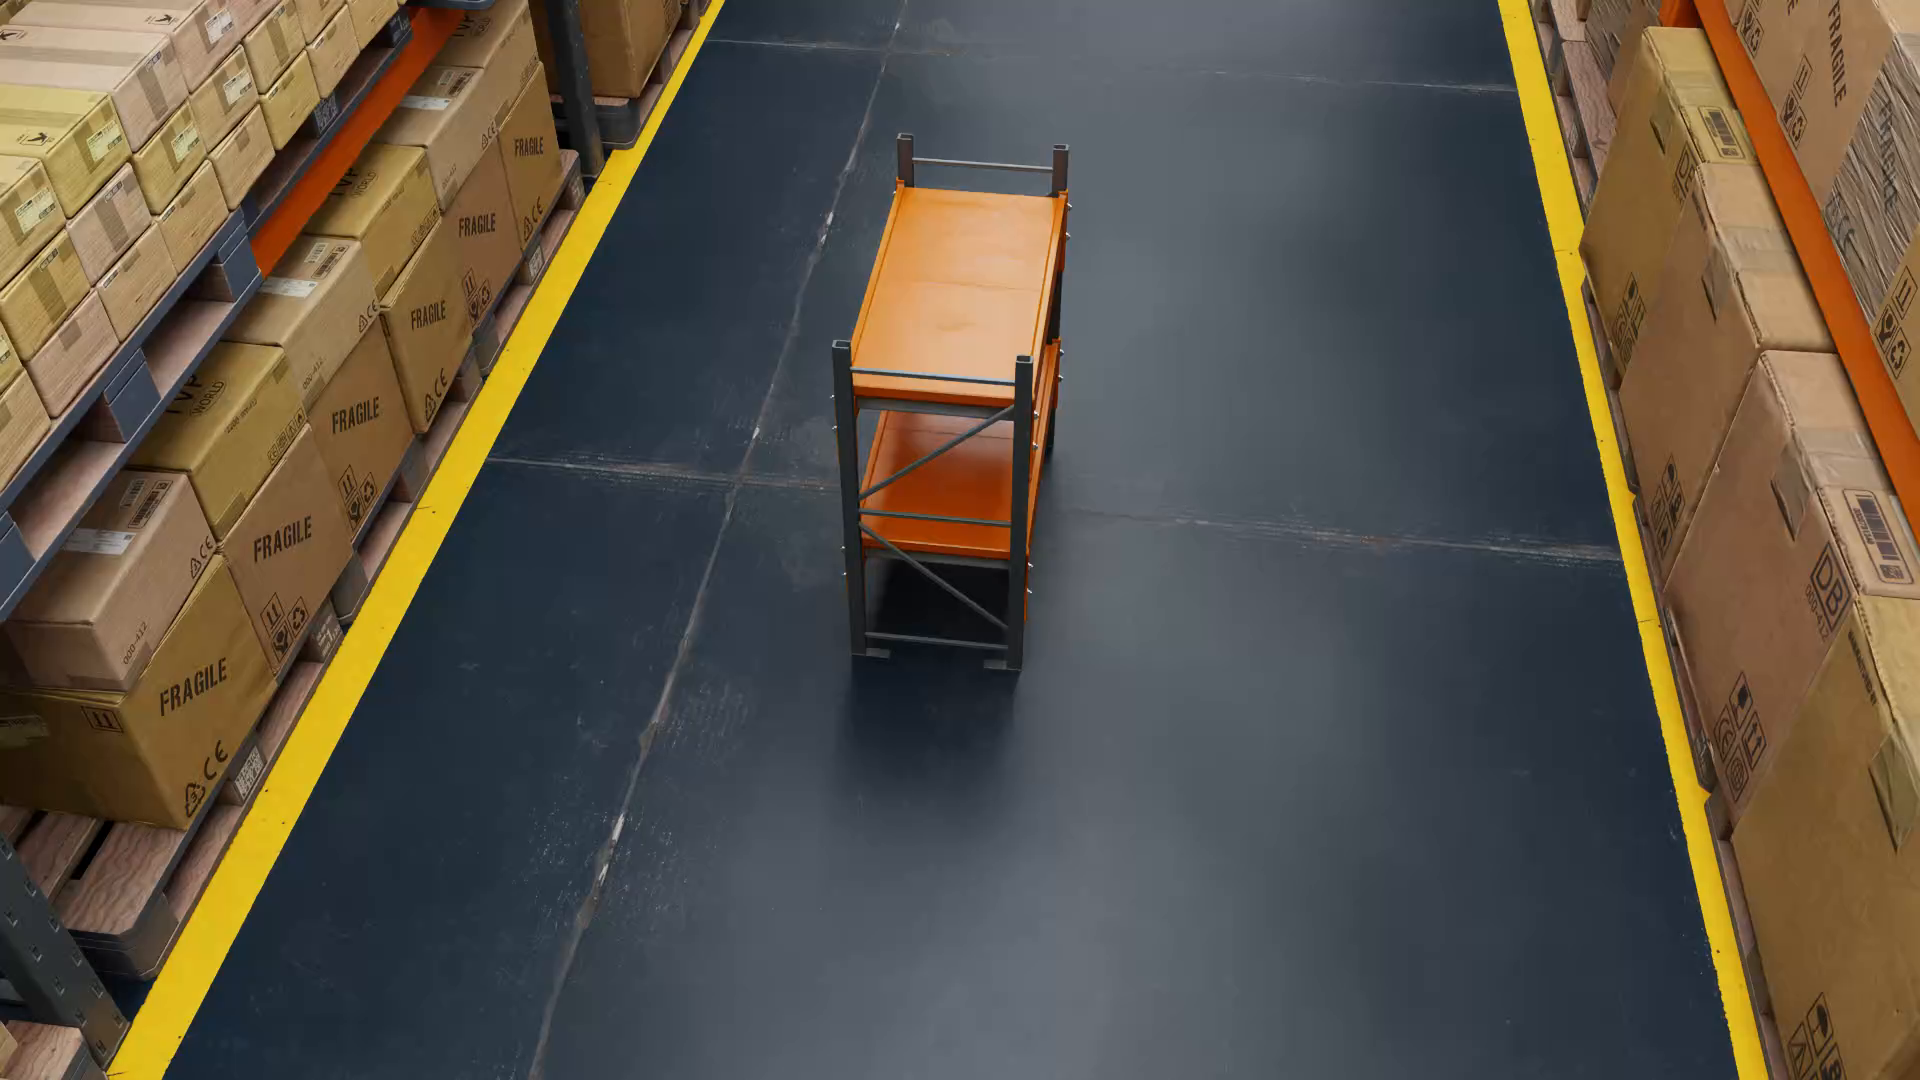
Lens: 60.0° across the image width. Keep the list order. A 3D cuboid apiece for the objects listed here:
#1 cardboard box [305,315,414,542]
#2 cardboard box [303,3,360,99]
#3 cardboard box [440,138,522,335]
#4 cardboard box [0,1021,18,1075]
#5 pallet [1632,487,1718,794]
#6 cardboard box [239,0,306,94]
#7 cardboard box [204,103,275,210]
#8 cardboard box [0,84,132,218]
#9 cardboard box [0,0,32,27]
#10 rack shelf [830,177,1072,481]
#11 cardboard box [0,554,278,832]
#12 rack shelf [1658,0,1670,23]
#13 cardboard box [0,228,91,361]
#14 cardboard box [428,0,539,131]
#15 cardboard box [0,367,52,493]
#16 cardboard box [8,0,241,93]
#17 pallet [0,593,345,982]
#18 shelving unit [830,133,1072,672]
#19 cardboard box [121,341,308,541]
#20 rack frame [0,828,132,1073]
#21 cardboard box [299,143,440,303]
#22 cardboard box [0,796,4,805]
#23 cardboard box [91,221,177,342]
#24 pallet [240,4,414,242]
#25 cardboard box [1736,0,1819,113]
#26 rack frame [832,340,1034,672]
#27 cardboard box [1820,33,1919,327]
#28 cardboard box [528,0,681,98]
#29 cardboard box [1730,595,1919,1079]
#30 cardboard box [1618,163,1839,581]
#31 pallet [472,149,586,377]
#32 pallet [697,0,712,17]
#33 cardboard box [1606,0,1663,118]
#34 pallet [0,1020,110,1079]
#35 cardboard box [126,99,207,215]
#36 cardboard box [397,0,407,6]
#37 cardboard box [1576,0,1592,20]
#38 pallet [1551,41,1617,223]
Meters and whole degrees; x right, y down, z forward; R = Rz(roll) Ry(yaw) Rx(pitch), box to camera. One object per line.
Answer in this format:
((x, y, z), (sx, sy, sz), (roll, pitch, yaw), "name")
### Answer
((-2.016, -0.363, 4.965), (0.500, 0.500, 0.500), (6, 44, 6), "cardboard box")
((-1.789, -1.270, 4.287), (0.380, 0.149, 0.250), (3, 44, 4), "cardboard box")
((-1.872, -1.065, 5.706), (0.500, 0.500, 0.500), (7, 44, 7), "cardboard box")
((-2.227, 1.098, 3.460), (0.380, 0.149, 0.250), (6, 44, 6), "cardboard box")
((2.588, 0.246, 4.837), (1.003, 0.211, 1.213), (5, 44, 6), "pallet")
((-1.824, -1.211, 4.008), (0.380, 0.149, 0.250), (5, 44, 5), "cardboard box")
((-1.858, -0.912, 3.909), (0.380, 0.149, 0.250), (3, 44, 4), "cardboard box")
((-1.926, -0.789, 3.346), (0.380, 0.149, 0.250), (6, 44, 6), "cardboard box")
((-2.473, -1.277, 4.078), (0.380, 0.149, 0.250), (5, 44, 6), "cardboard box")
((-0.001, -0.616, 4.657), (0.538, 0.278, 1.000), (5, 44, 6), "rack shelf")
((-2.140, 0.356, 4.205), (0.500, 0.500, 0.500), (7, 44, 7), "cardboard box")
((3.195, -3.228, 7.001), (1.077, 0.370, 4.000), (5, 44, 6), "rack shelf")
((-1.961, -0.493, 3.250), (0.380, 0.149, 0.250), (4, 44, 5), "cardboard box")
((-1.803, -1.673, 5.803), (0.500, 0.250, 0.500), (4, 44, 5), "cardboard box")
((-1.993, -0.208, 3.165), (0.380, 0.149, 0.250), (3, 44, 3), "cardboard box")
((-1.857, -1.133, 3.710), (0.380, 0.149, 0.250), (5, 44, 5), "cardboard box")
((-2.399, 0.562, 4.503), (1.003, 0.211, 1.213), (5, 44, 6), "pallet")
((-0.001, -0.404, 4.858), (0.538, 1.125, 1.048), (5, 44, 6), "shelving unit")
((-2.073, -0.280, 4.331), (0.500, 0.250, 0.500), (6, 44, 7), "cardboard box")
((-2.501, 0.080, 2.984), (1.000, 3.000, 0.127), (5, 44, 6), "rack frame")
((-1.941, -0.983, 5.074), (0.500, 0.250, 0.500), (6, 44, 6), "cardboard box")
((-2.653, 0.308, 4.256), (0.500, 0.500, 0.500), (4, 44, 5), "cardboard box")
((-1.925, -0.567, 3.545), (0.380, 0.149, 0.250), (6, 44, 6), "cardboard box")
((-2.193, -1.224, 4.500), (1.003, 0.211, 1.213), (5, 44, 6), "pallet")
((2.531, -1.504, 4.584), (0.500, 0.500, 0.500), (4, 44, 4), "cardboard box")
((-0.068, -0.057, 4.493), (0.500, 1.125, 0.032), (5, 44, 6), "rack frame")
((2.399, -0.814, 3.856), (0.500, 0.500, 0.500), (5, 44, 6), "cardboard box")
((-1.802, -2.388, 6.922), (1.050, 0.750, 0.750), (5, 44, 5), "cardboard box")
((2.467, 0.781, 3.484), (1.225, 0.875, 0.875), (5, 44, 6), "cardboard box")
((2.694, -0.432, 4.765), (1.225, 0.875, 0.875), (5, 44, 6), "cardboard box")
((-2.077, -1.101, 6.259), (1.003, 0.211, 1.213), (5, 44, 6), "pallet")
((-1.629, -2.993, 8.257), (1.003, 0.211, 1.213), (5, 44, 6), "pallet")
((3.000, -1.837, 6.506), (0.700, 0.500, 0.500), (3, 44, 3), "cardboard box")
((-2.555, 1.554, 3.456), (1.003, 0.211, 1.213), (5, 44, 6), "pallet")
((-1.893, -0.846, 3.623), (0.380, 0.149, 0.250), (4, 44, 4), "cardboard box")
((-1.720, -1.632, 4.669), (0.380, 0.149, 0.250), (3, 44, 4), "cardboard box")
((3.129, -2.603, 7.315), (0.700, 0.500, 0.500), (9, 44, 9), "cardboard box")
((3.036, -1.646, 6.835), (1.003, 0.211, 1.213), (5, 44, 6), "pallet")
